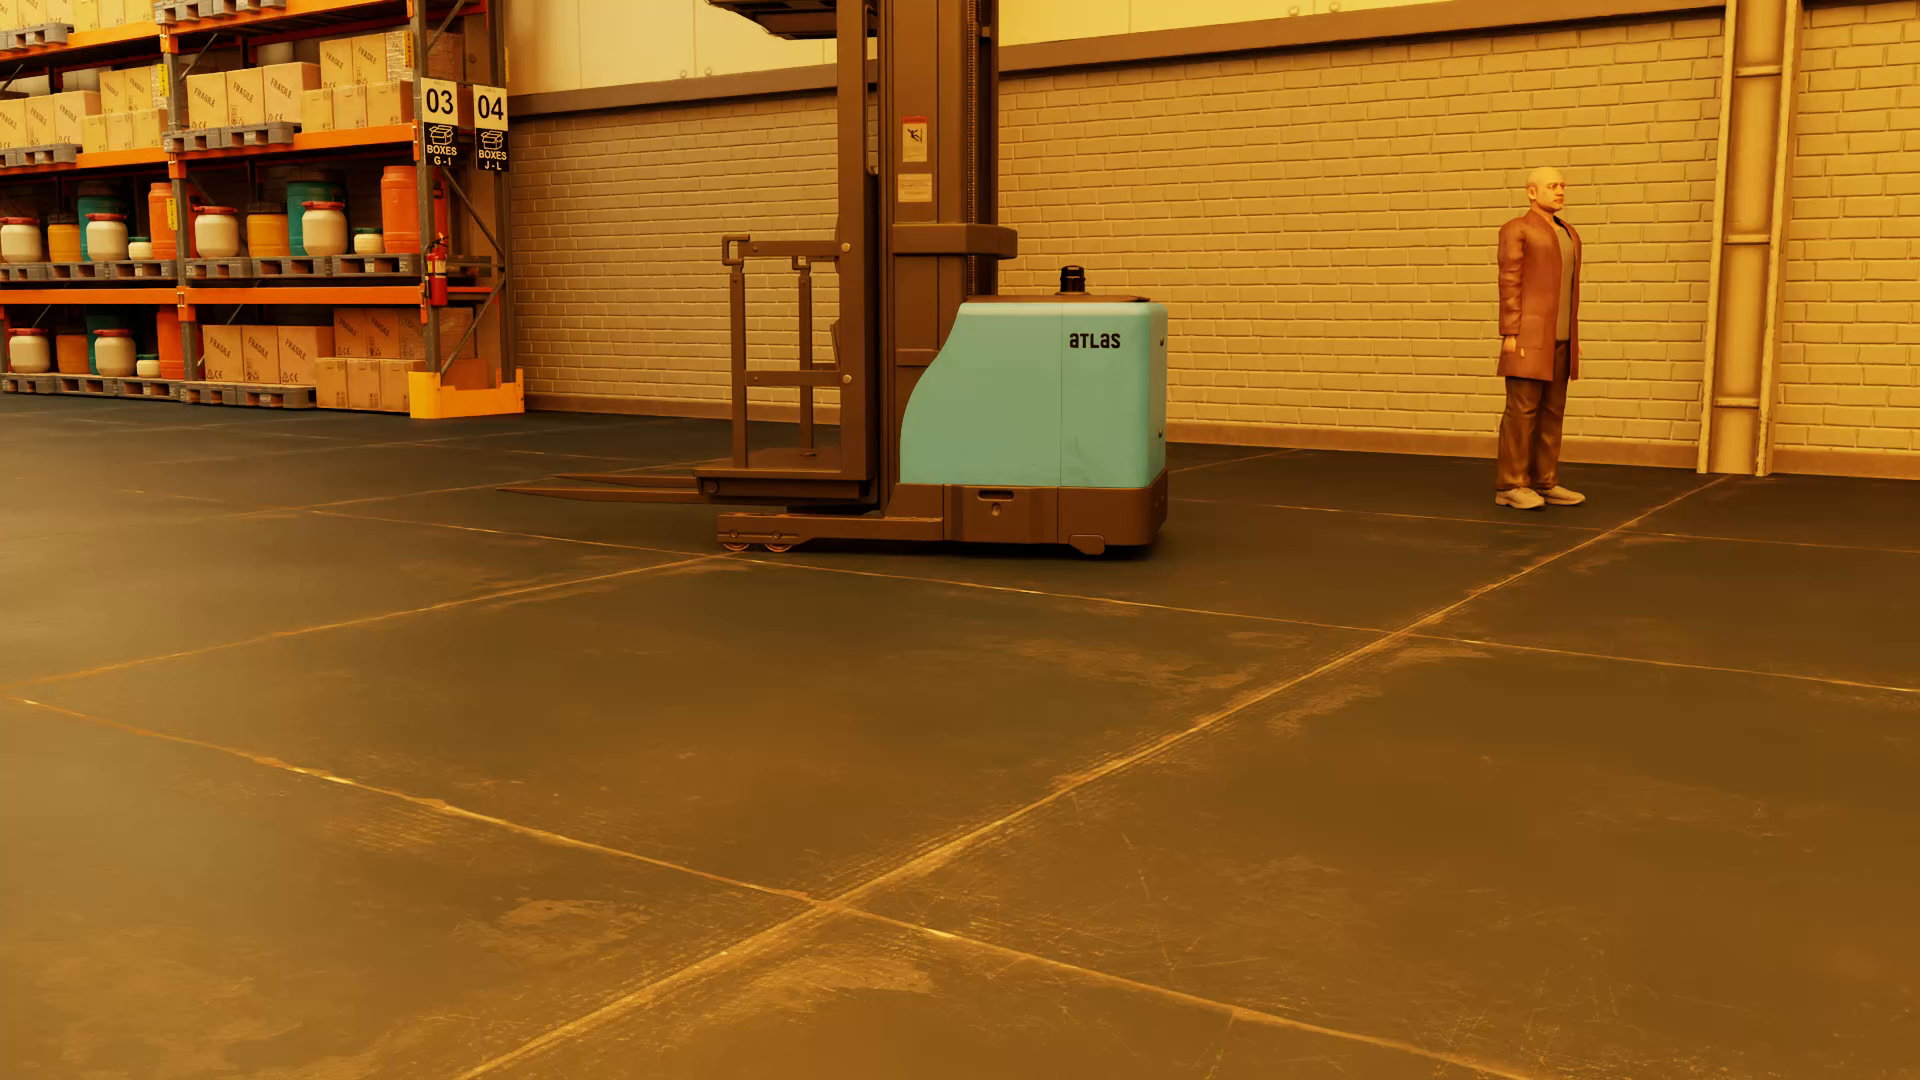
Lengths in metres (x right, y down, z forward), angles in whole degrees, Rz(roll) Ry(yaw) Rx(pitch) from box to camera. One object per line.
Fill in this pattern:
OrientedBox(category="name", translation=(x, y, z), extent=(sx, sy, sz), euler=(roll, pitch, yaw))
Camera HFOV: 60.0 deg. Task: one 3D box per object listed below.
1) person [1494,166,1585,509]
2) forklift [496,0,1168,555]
OrientedBox(category="person", translation=(3.107, -1.071, 8.802), extent=(0.547, 1.782, 0.392), euler=(-5, 10, -33))
OrientedBox(category="forklift", translation=(-0.596, -1.469, 7.520), extent=(3.031, 2.935, 1.130), euler=(2, 8, 12))
